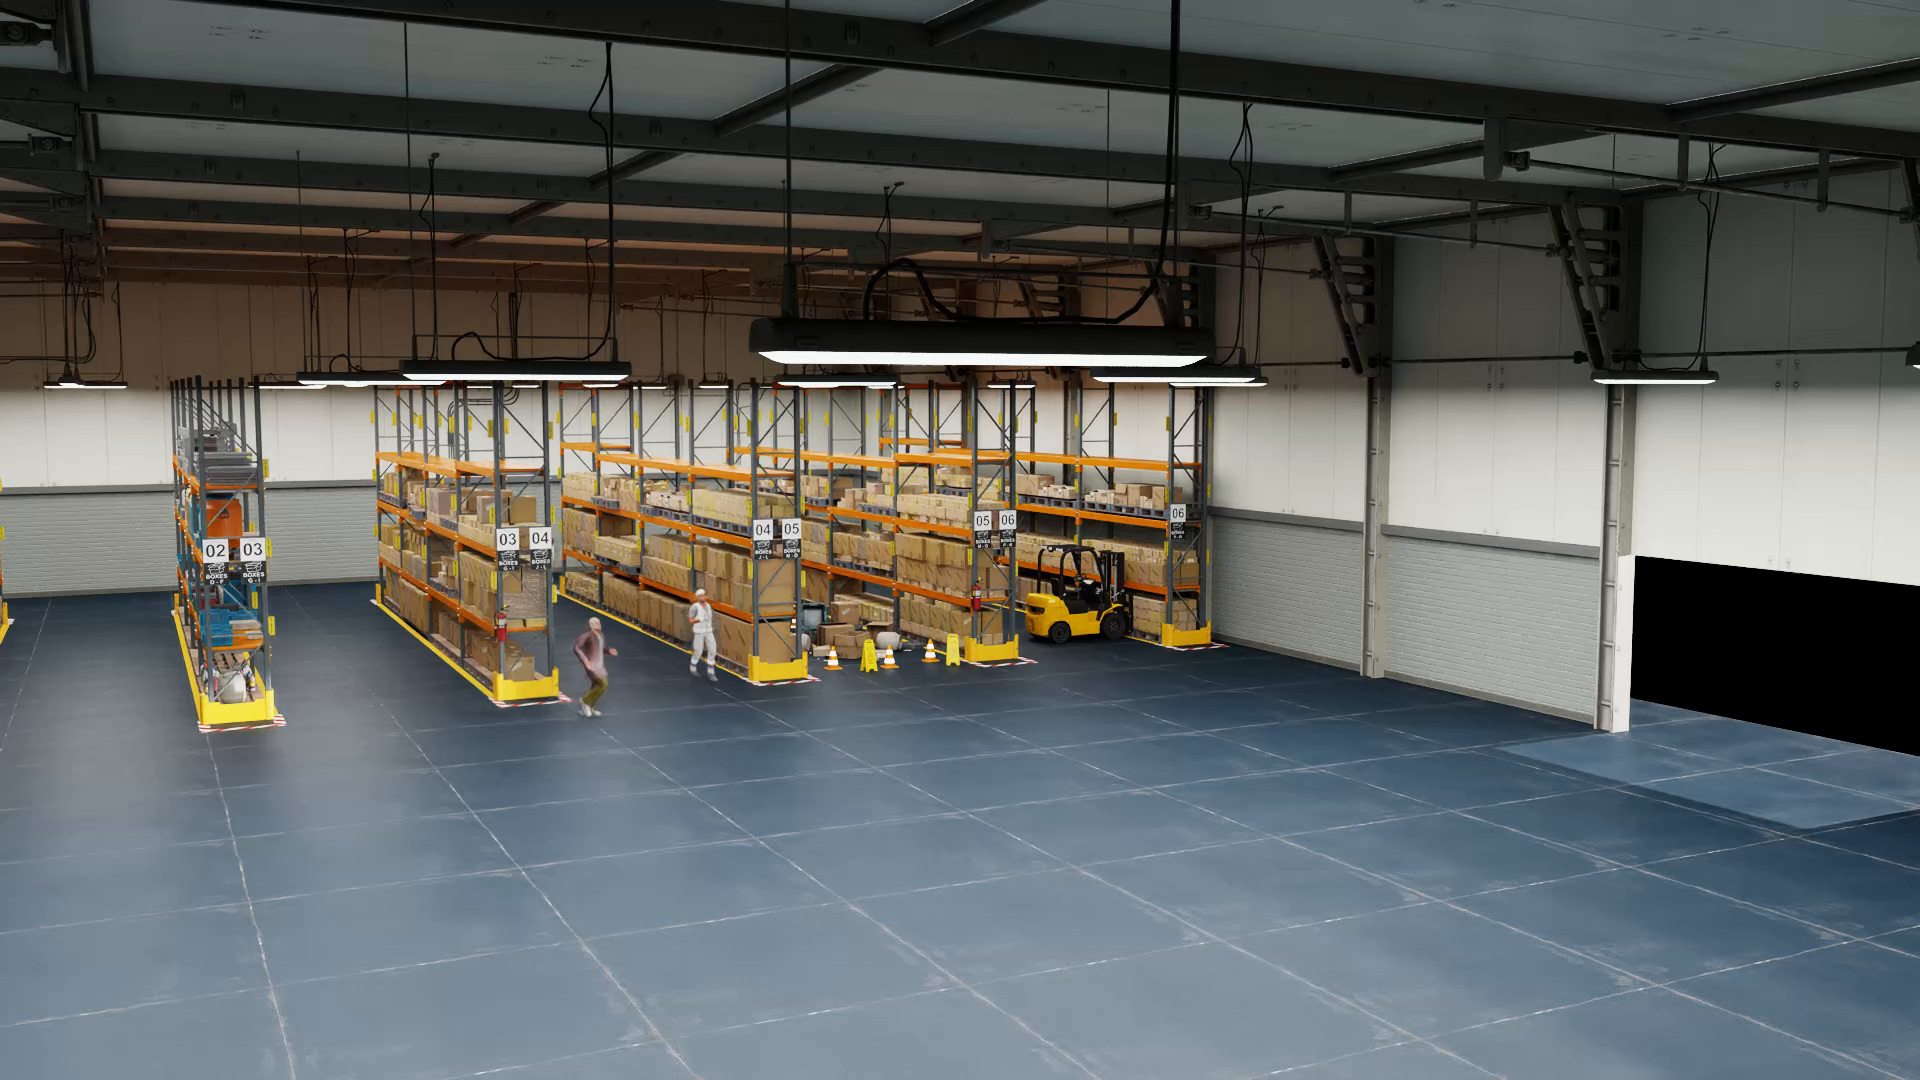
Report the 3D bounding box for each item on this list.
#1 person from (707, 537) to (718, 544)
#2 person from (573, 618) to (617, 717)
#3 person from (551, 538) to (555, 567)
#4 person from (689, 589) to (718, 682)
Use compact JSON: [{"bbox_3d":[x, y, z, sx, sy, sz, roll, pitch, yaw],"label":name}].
[{"bbox_3d":[-7.401,0.429,50.802,0.914,1.618,0.581,-1,5,-13],"label":"person"},{"bbox_3d":[-6.398,2.237,29.348,0.671,1.748,0.675,1,5,16],"label":"person"},{"bbox_3d":[-11.960,0.679,48.104,0.553,1.528,0.518,4,7,40],"label":"person"},{"bbox_3d":[-5.108,1.883,33.017,0.637,1.837,0.740,-4,7,-41],"label":"person"}]
